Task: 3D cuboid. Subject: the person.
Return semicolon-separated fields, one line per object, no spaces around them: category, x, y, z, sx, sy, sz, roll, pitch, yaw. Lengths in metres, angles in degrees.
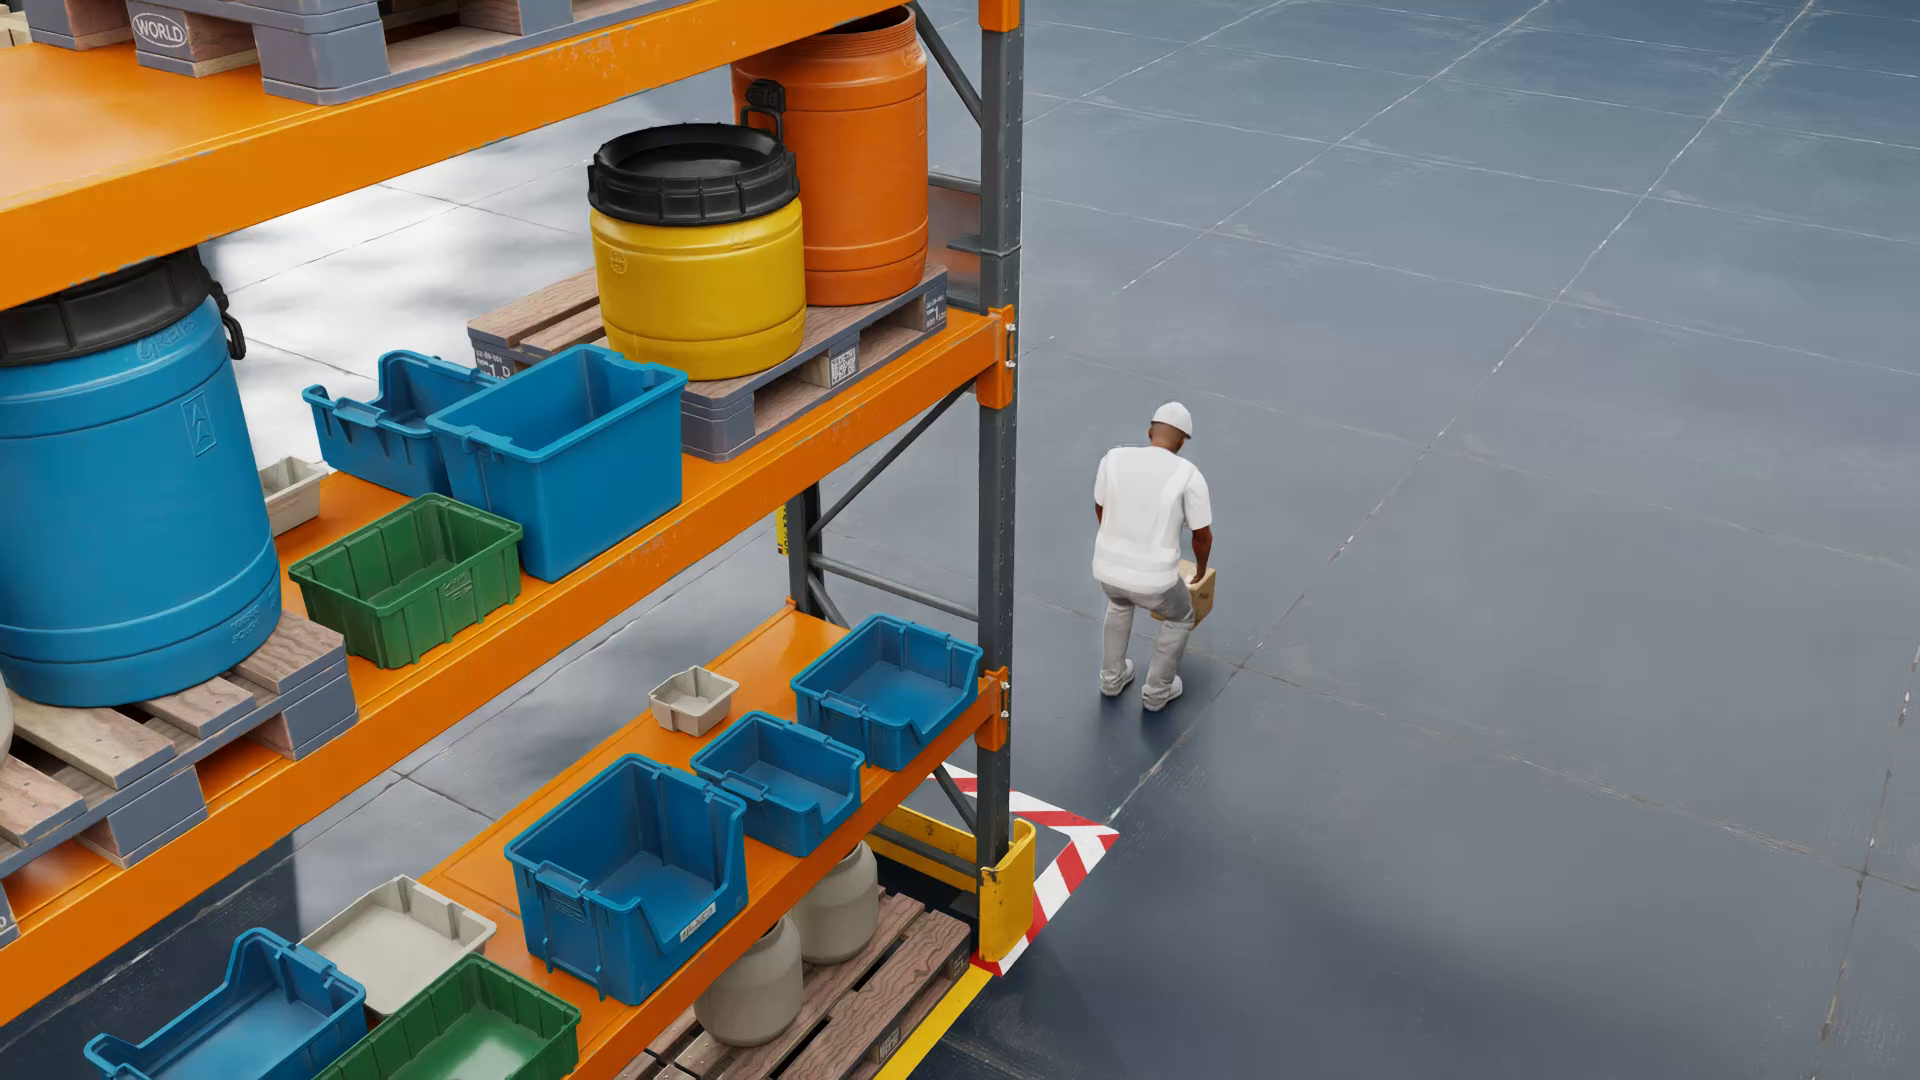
person;0.917;0.088;8.262;0.627;1.517;0.687;18;35;28
